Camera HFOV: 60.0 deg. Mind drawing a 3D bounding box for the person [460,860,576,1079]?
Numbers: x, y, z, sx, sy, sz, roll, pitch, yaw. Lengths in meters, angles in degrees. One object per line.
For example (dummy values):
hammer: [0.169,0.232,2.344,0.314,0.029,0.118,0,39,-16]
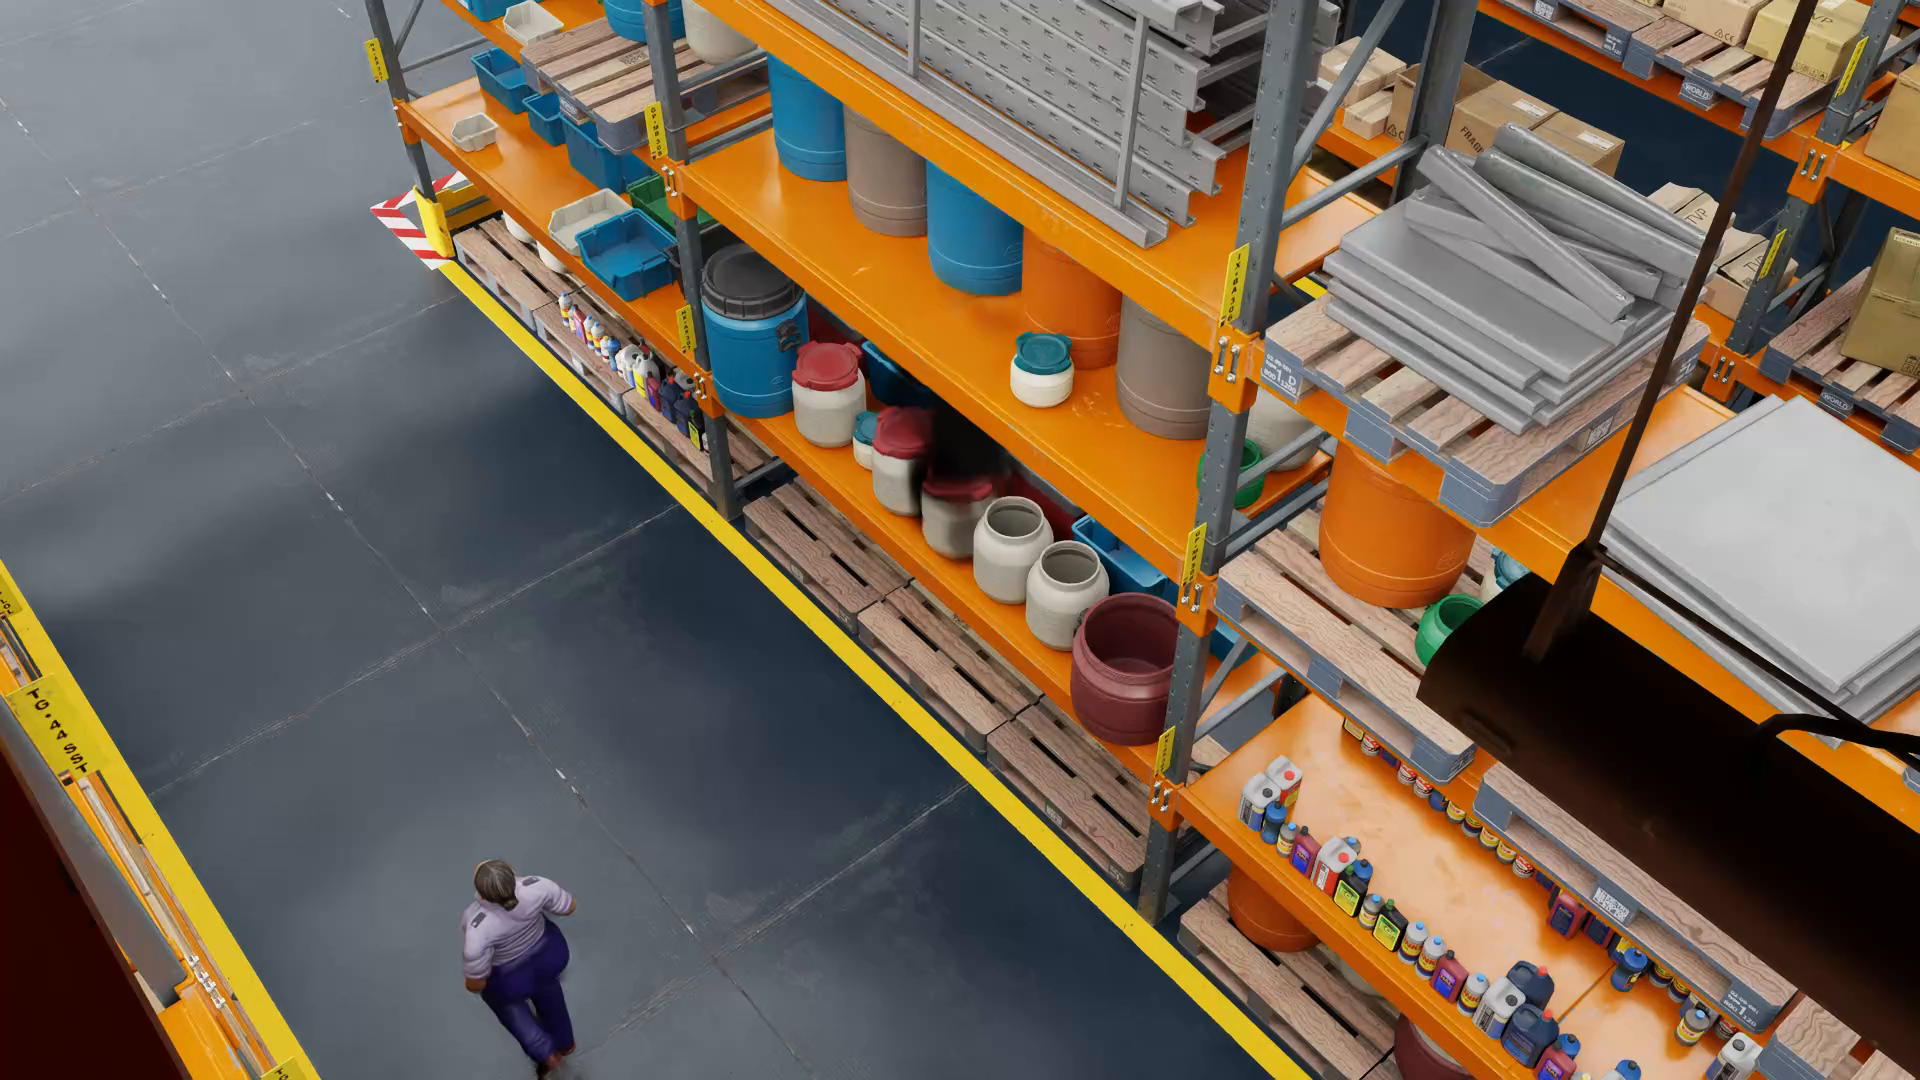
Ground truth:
person: [-2.049,1.917,7.673,0.602,1.633,0.506,-35,56,-29]
